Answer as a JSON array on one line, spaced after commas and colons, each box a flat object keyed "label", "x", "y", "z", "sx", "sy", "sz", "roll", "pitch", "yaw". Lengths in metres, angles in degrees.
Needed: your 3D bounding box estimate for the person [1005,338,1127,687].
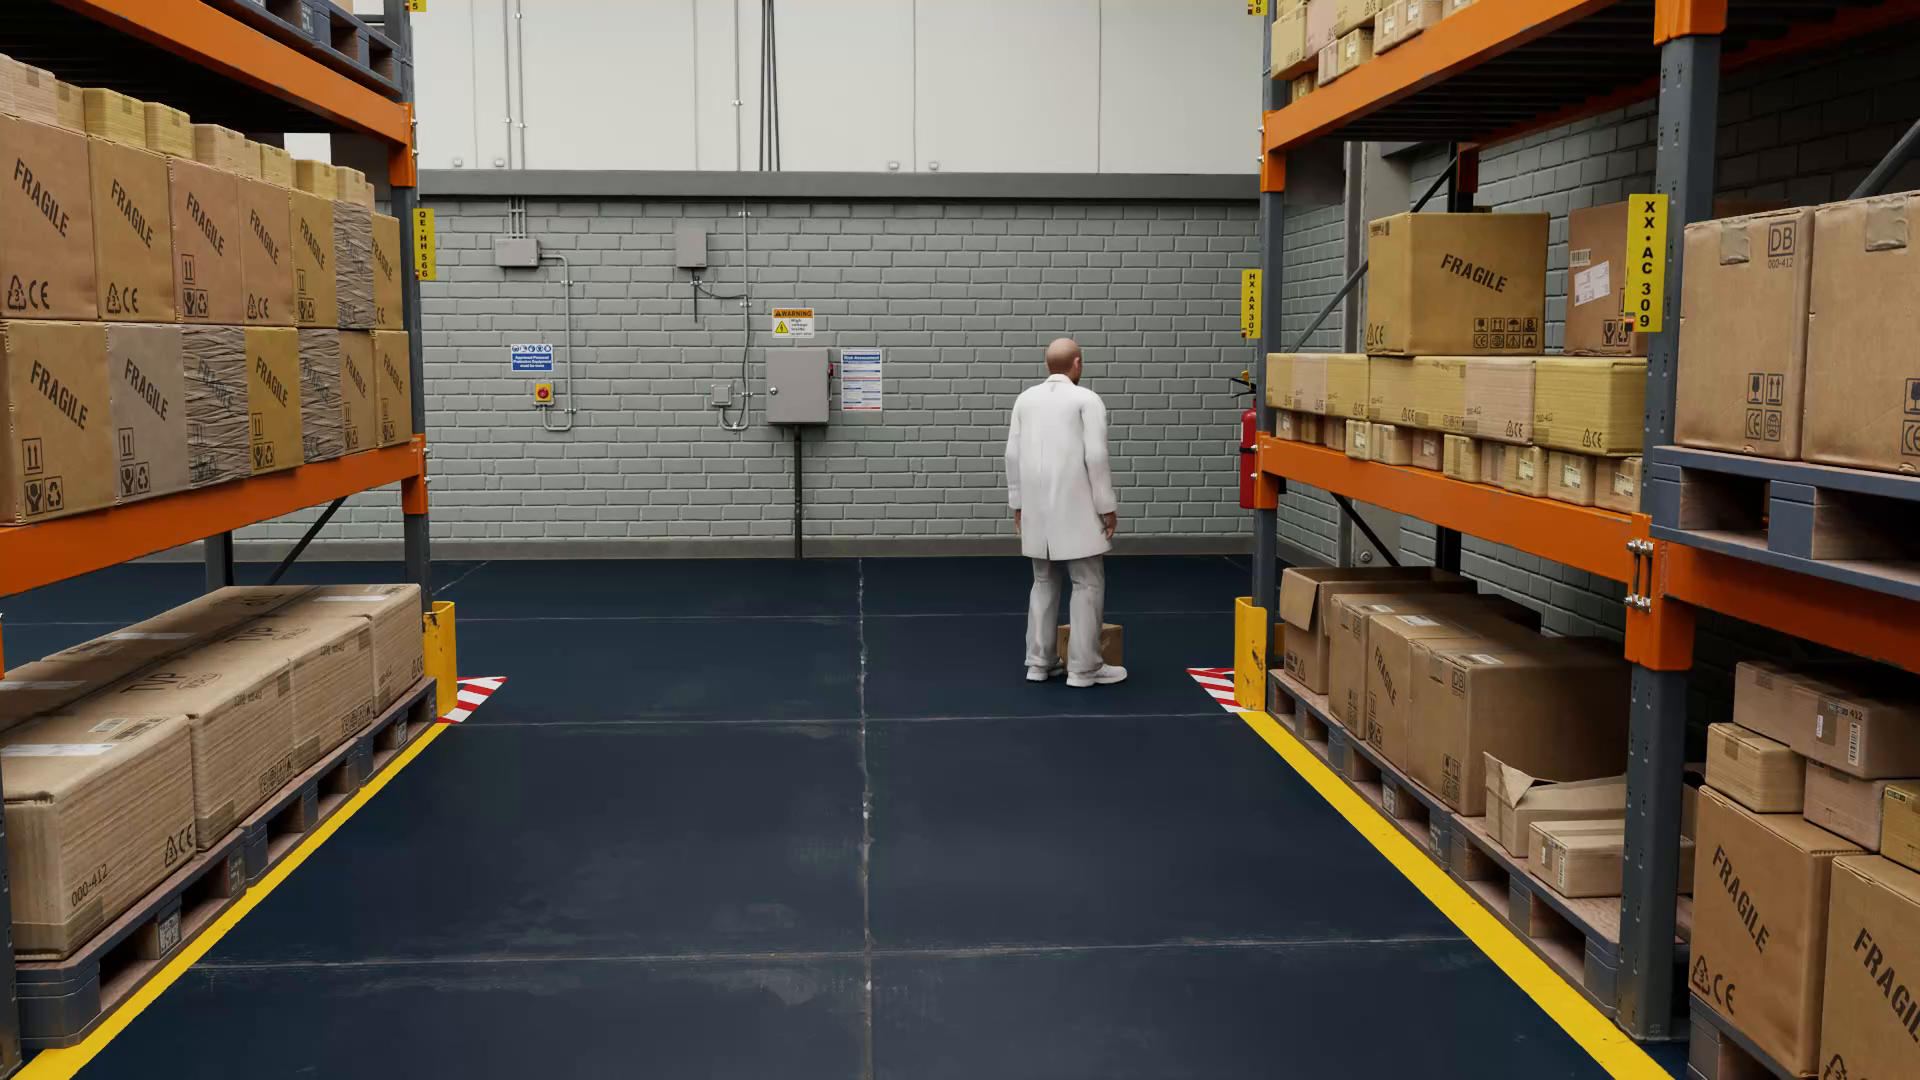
[{"label": "person", "x": 0.529, "y": -0.151, "z": 8.593, "sx": 0.646, "sy": 1.772, "sz": 0.429, "roll": 5, "pitch": 8, "yaw": 37}]
